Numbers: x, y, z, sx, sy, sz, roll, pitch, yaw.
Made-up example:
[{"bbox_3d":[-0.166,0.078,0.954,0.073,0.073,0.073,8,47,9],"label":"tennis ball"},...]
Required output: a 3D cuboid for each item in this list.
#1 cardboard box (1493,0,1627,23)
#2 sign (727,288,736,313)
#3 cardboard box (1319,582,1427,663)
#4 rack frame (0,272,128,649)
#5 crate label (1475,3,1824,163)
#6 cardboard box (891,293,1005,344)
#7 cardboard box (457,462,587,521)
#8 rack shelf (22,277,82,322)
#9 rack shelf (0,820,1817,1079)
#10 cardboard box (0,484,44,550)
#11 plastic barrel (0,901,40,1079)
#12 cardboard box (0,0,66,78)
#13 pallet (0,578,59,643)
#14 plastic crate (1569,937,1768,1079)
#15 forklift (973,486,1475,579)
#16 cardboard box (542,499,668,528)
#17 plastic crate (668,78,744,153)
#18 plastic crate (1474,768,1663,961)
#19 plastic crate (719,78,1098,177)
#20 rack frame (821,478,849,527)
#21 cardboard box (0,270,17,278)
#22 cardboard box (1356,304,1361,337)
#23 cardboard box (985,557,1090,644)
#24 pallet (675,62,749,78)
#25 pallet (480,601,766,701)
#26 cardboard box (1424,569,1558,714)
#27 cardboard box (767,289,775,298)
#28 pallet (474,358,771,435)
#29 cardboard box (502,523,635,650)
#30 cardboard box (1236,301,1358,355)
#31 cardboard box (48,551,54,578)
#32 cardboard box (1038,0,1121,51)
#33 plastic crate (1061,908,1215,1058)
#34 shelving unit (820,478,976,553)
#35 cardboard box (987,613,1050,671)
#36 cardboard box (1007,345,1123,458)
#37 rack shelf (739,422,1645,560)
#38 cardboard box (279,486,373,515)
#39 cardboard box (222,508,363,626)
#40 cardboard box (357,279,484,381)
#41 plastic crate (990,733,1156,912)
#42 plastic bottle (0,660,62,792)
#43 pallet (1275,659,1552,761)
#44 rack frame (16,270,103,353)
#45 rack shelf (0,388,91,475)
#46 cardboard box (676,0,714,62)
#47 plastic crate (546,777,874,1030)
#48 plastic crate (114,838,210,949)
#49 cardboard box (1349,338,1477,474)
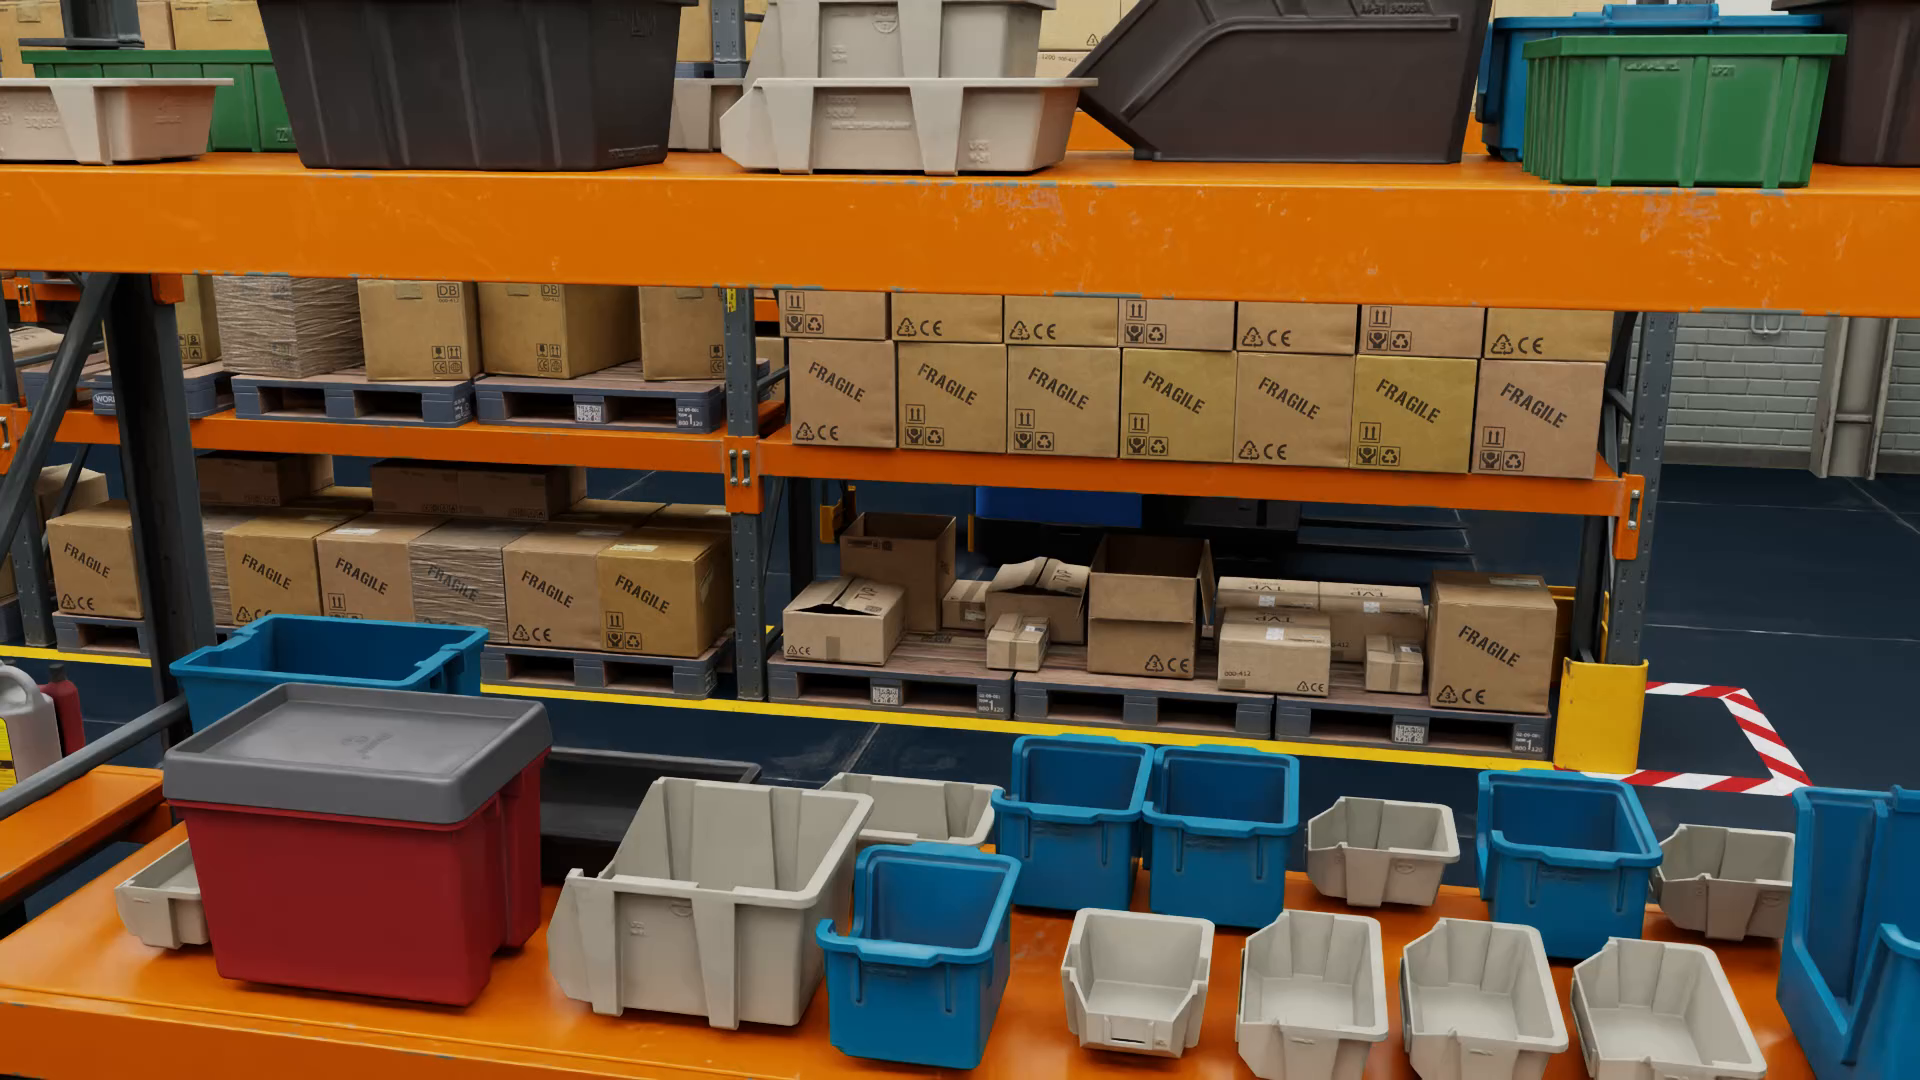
[{"bbox_3d":[2.435,-2.148,6.851,0.500,0.250,0.500,3,16,11],"label":"cardboard box"},{"bbox_3d":[-1.038,-1.198,7.529,0.005,0.325,0.100,3,16,11],"label":"sign"},{"bbox_3d":[2.023,0.411,8.217,0.500,0.250,0.500,3,16,11],"label":"cardboard box"},{"bbox_3d":[-4.850,-0.998,8.977,0.127,3.000,1.000,3,16,11],"label":"rack frame"},{"bbox_3d":[1.159,-0.785,2.865,0.502,0.251,0.408,3,16,11],"label":"crate label"},{"bbox_3d":[-0.019,-1.190,7.607,0.500,0.500,0.500,3,16,9],"label":"cardboard box"},{"bbox_3d":[-2.336,-0.297,8.899,0.500,0.250,0.500,3,16,11],"label":"cardboard box"},{"bbox_3d":[-5.827,-2.054,14.136,4.000,0.370,1.077,3,16,11],"label":"rack shelf"},{"bbox_3d":[0.039,0.963,3.244,4.000,0.370,1.077,3,16,11],"label":"rack shelf"},{"bbox_3d":[-5.413,-0.109,9.081,0.500,0.311,0.500,4,16,13],"label":"cardboard box"},{"bbox_3d":[-2.451,1.286,3.876,0.708,0.901,0.600,3,16,11],"label":"plastic barrel"},{"bbox_3d":[-4.416,-2.478,8.511,0.500,0.500,0.910,3,16,11],"label":"cardboard box"},{"bbox_3d":[-5.649,0.292,9.544,1.213,0.211,1.003,3,16,11],"label":"pallet"},{"bbox_3d":[1.163,0.825,2.776,0.243,0.136,0.396,3,16,11],"label":"plastic crate"},{"bbox_3d":[1.657,-1.295,10.176,3.031,2.935,1.130,4,16,13],"label":"forklift"},{"bbox_3d":[-1.881,0.092,8.899,0.500,0.500,0.500,3,16,12],"label":"cardboard box"},{"bbox_3d":[-0.599,-0.840,3.282,0.466,0.136,0.293,3,16,11],"label":"plastic crate"},{"bbox_3d":[1.177,0.640,3.263,0.300,0.233,0.416,3,16,11],"label":"plastic crate"},{"bbox_3d":[-0.076,-0.641,2.561,0.530,0.136,0.437,3,16,11],"label":"plastic crate"},{"bbox_3d":[-0.835,-0.779,10.994,0.032,1.500,0.500,4,16,13],"label":"rack frame"},{"bbox_3d":[-8.311,-2.390,14.246,0.500,0.250,0.500,3,16,11],"label":"cardboard box"},{"bbox_3d":[2.093,-1.221,7.721,0.500,0.500,0.500,3,16,12],"label":"cardboard box"},{"bbox_3d":[0.419,0.294,8.523,0.500,0.311,0.500,3,16,11],"label":"cardboard box"},{"bbox_3d":[-1.556,-2.194,8.025,1.003,0.211,1.213,3,16,11],"label":"pallet"},{"bbox_3d":[-1.735,0.525,8.702,1.213,0.211,1.003,3,16,11],"label":"pallet"},{"bbox_3d":[2.407,0.455,7.587,0.500,0.500,0.500,3,16,11],"label":"cardboard box"},{"bbox_3d":[-1.328,-1.976,12.939,0.250,0.149,0.380,3,16,11],"label":"cardboard box"},{"bbox_3d":[-1.692,-0.764,8.491,1.213,0.211,1.003,3,16,11],"label":"pallet"},{"bbox_3d":[-1.954,0.227,8.411,0.500,0.500,0.500,3,16,11],"label":"cardboard box"},{"bbox_3d":[1.494,-1.108,7.311,0.500,0.500,0.500,4,16,13],"label":"cardboard box"},{"bbox_3d":[-5.305,0.020,9.666,0.500,0.250,0.500,3,16,11],"label":"cardboard box"},{"bbox_3d":[0.474,-2.253,7.232,0.500,0.250,0.500,3,16,11],"label":"cardboard box"},{"bbox_3d":[0.311,0.786,2.915,0.250,0.136,0.298,3,16,11],"label":"plastic crate"},{"bbox_3d":[-0.331,-0.747,10.880,1.083,1.500,0.587,4,16,13],"label":"shelving unit"},{"bbox_3d":[0.287,0.490,8.087,0.250,0.166,0.380,3,16,11],"label":"cardboard box"},{"bbox_3d":[0.507,-0.682,7.647,0.500,0.500,0.500,3,16,11],"label":"cardboard box"},{"bbox_3d":[1.029,-0.332,7.921,4.000,0.370,1.077,3,16,11],"label":"rack shelf"},{"bbox_3d":[-3.380,0.010,9.194,0.500,0.500,0.500,3,16,9],"label":"cardboard box"},{"bbox_3d":[-3.457,0.148,8.698,0.500,0.500,0.500,3,16,10],"label":"cardboard box"},{"bbox_3d":[-2.674,-1.114,8.420,0.500,0.500,0.700,-1,16,-3],"label":"cardboard box"},{"bbox_3d":[0.238,0.589,3.447,0.300,0.233,0.416,3,16,11],"label":"plastic crate"},{"bbox_3d":[-2.241,0.428,3.920,0.185,0.351,0.144,3,16,11],"label":"plastic bottle"},{"bbox_3d":[2.133,0.725,7.980,1.213,0.211,1.003,3,16,11],"label":"pallet"},{"bbox_3d":[-7.787,-2.507,14.424,0.127,3.000,1.000,3,16,11],"label":"rack frame"},{"bbox_3d":[-6.810,-0.758,9.457,4.000,0.370,1.077,3,16,11],"label":"rack shelf"},{"bbox_3d":[-1.409,-2.576,7.892,0.600,0.600,0.600,2,16,6],"label":"cardboard box"},{"bbox_3d":[-0.462,0.668,3.072,0.530,0.282,0.437,3,16,11],"label":"plastic crate"},{"bbox_3d":[-1.494,0.670,3.334,0.243,0.136,0.396,3,16,11],"label":"plastic crate"},{"bbox_3d":[1.987,-0.600,7.353,0.500,0.500,0.500,3,16,12],"label":"cardboard box"}]
